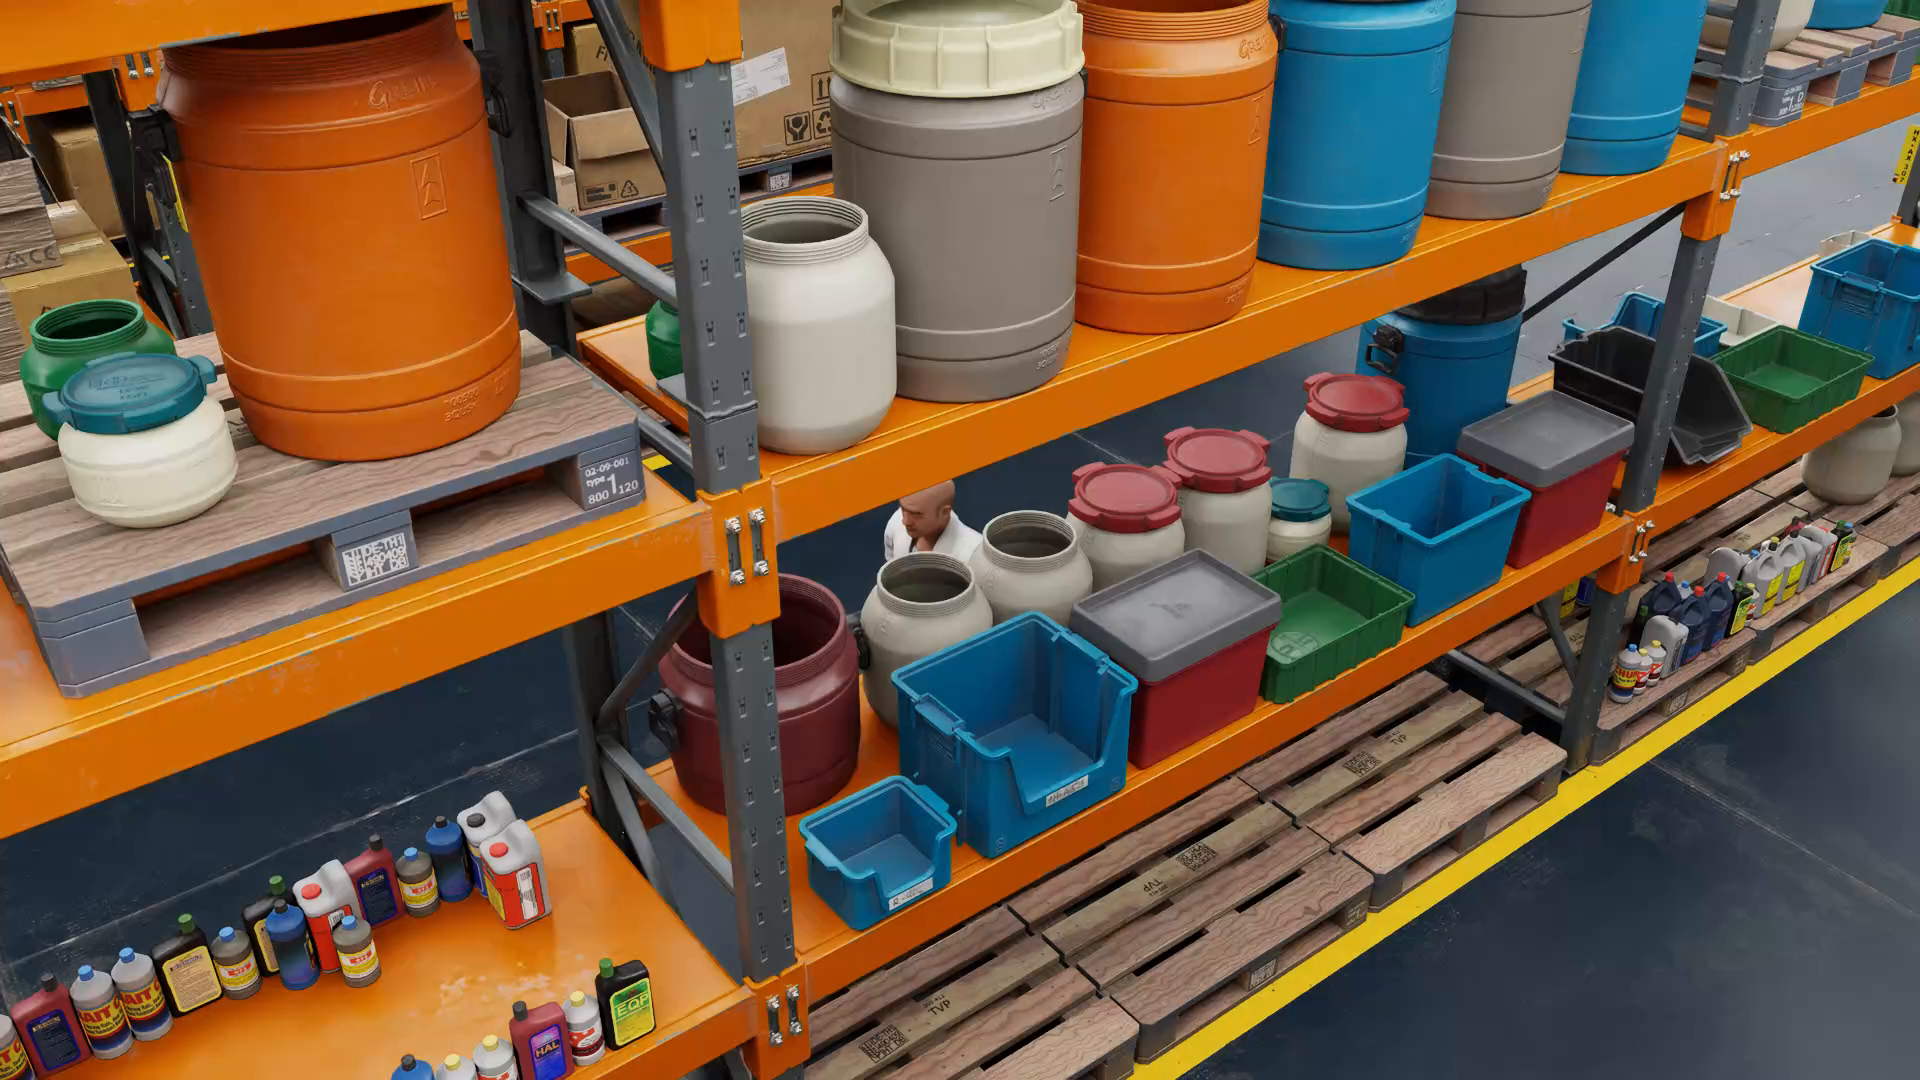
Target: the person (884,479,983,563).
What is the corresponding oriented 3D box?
[{"bbox_3d":[-0.094,0.483,6.369,0.421,1.774,0.654,-24,39,-34],"label":"person"}]
